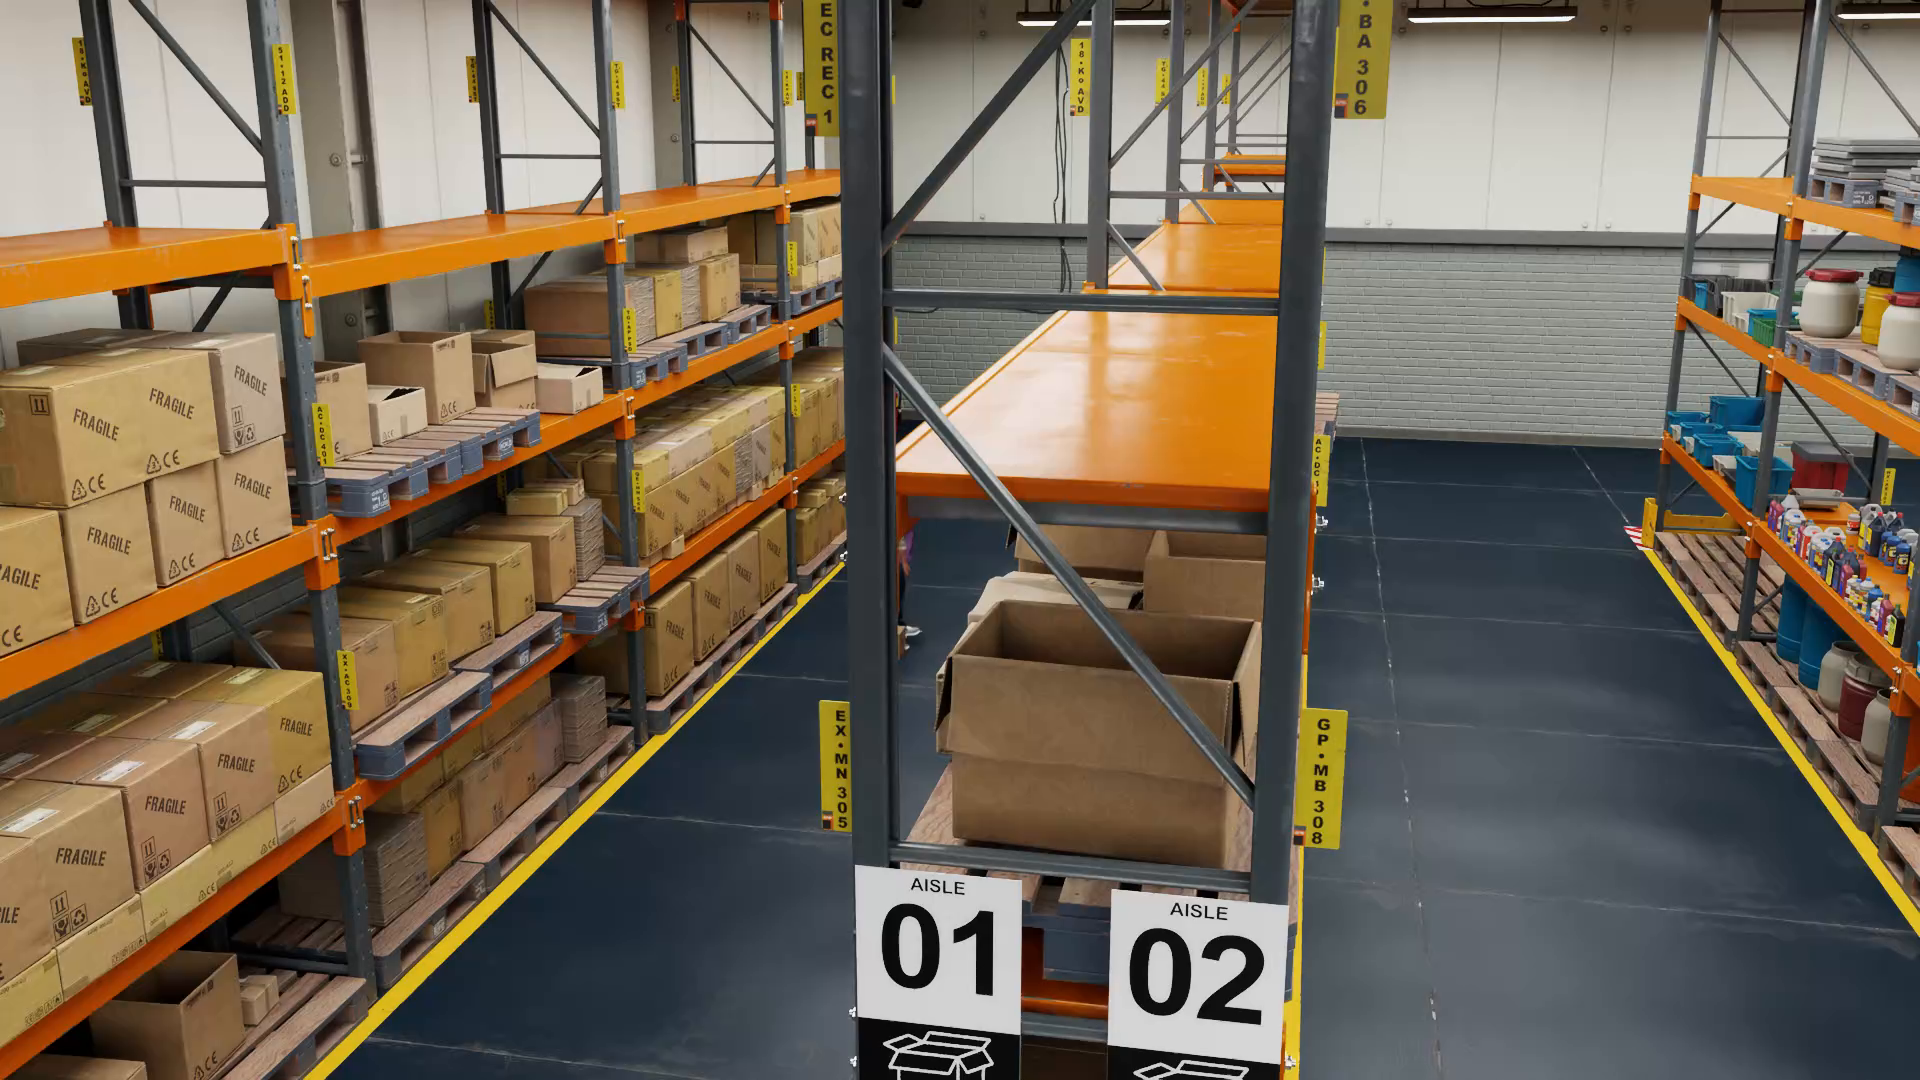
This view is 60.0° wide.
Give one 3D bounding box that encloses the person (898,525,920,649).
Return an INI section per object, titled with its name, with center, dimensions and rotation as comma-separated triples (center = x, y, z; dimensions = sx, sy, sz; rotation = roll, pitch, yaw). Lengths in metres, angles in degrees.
[person]
center = -0.546, 0.178, 15.263
dimensions = 0.408, 1.602, 0.499
rotation = -3, 15, -12
